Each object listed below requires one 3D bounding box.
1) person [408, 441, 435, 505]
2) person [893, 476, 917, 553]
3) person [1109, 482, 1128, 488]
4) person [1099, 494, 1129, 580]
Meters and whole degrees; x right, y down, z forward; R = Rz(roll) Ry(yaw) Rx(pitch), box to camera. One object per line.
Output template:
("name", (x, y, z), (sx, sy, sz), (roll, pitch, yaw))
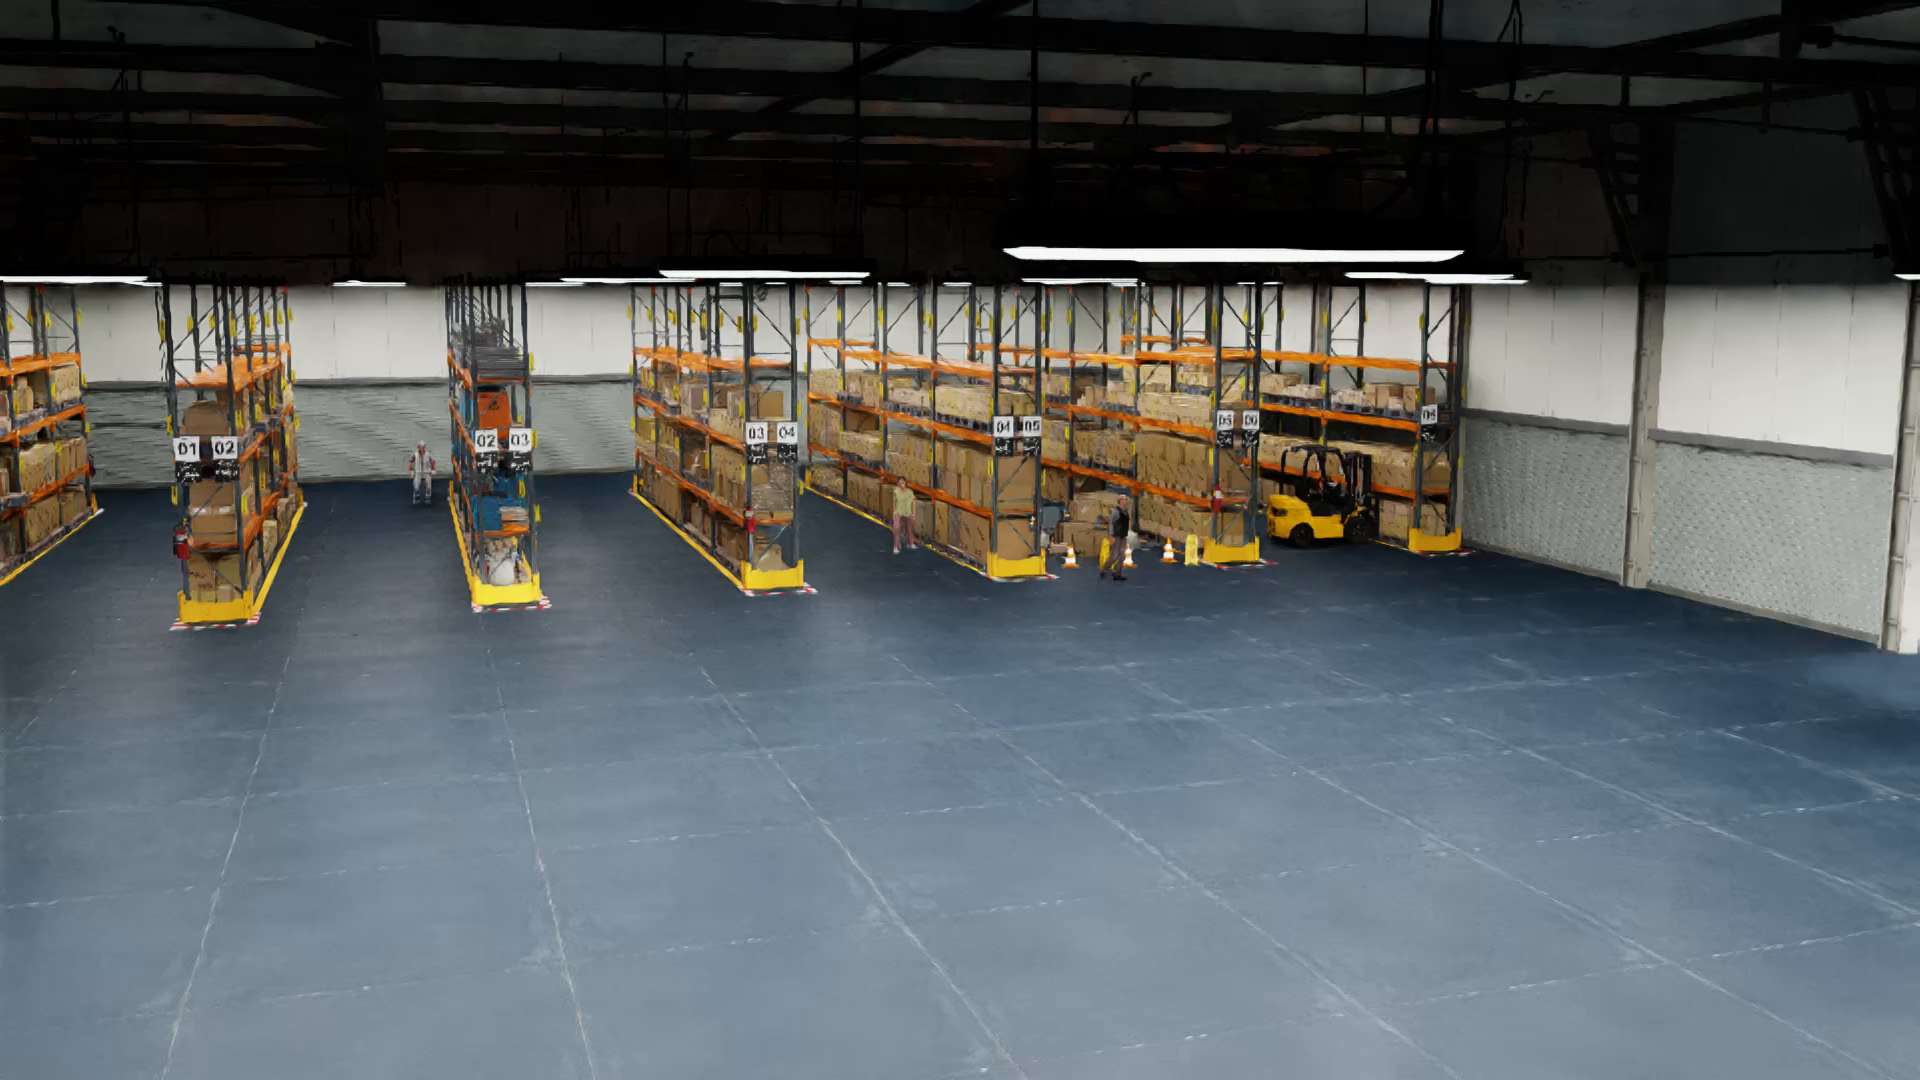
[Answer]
("person", (-14.241, -1.766, 44.042), (0.677, 1.742, 0.551), (-3, 9, -19))
("person", (-1.158, -0.553, 34.505), (0.491, 1.597, 0.944), (0, 9, 3))
("person", (4.584, -2.360, 48.055), (0.522, 1.668, 0.564), (0, 9, -1))
("person", (3.054, -0.062, 32.862), (0.541, 1.708, 0.576), (6, 11, 35))
